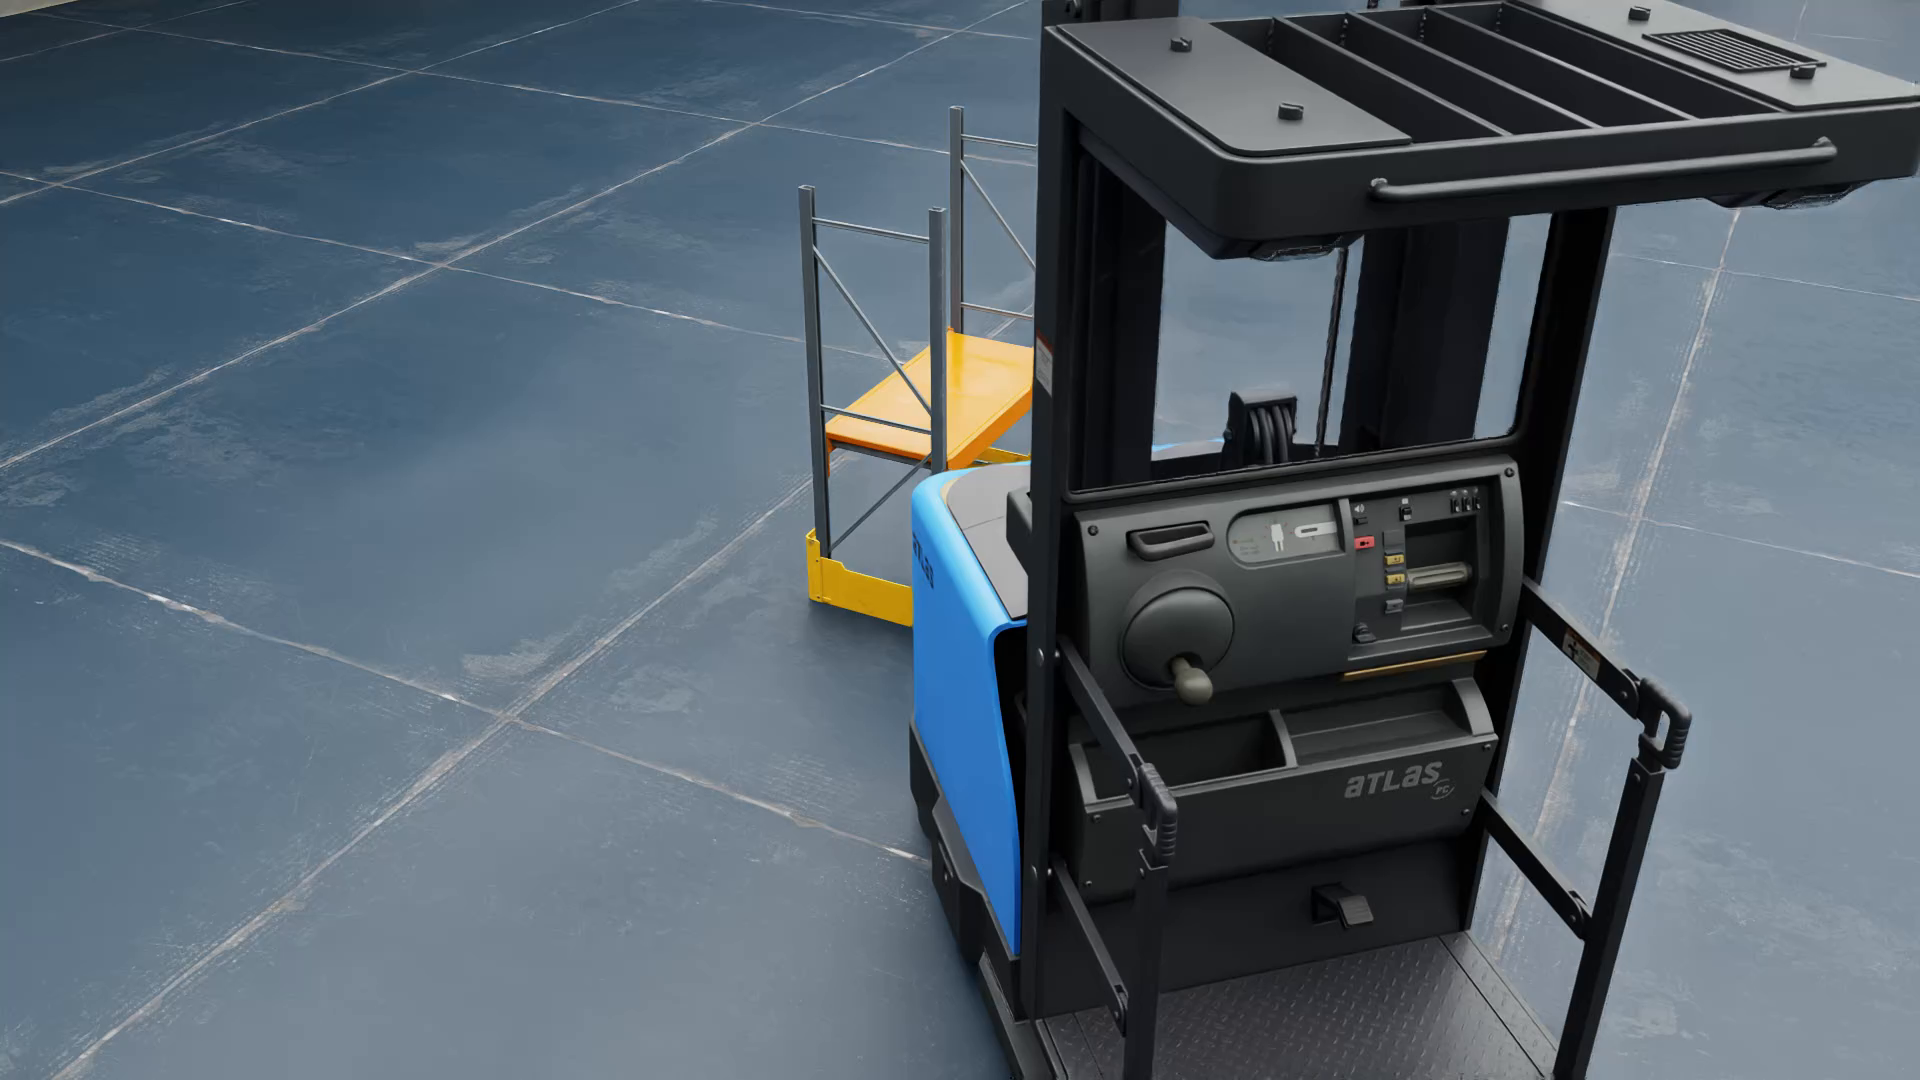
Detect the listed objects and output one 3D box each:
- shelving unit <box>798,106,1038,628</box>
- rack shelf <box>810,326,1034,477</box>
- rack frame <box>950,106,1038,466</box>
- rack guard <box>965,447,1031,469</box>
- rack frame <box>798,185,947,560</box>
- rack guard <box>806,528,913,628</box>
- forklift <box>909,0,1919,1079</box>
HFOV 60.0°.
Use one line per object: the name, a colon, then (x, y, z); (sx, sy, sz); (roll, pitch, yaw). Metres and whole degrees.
shelving unit: (-0.035, -0.617, 5.818); (0.587, 1.500, 1.083); (14, 33, 23)
rack shelf: (-0.039, -0.457, 5.900); (0.538, 0.185, 1.000); (14, 33, 23)
rack frame: (0.193, -0.838, 6.203); (0.500, 1.500, 0.032); (14, 33, 23)
rack guard: (0.192, -0.295, 6.513); (0.587, 0.250, 0.087); (14, 33, 23)
rack frame: (-0.270, -0.387, 5.418); (0.500, 1.500, 0.032); (14, 33, 23)
rack guard: (-0.262, 0.146, 5.744); (0.587, 0.250, 0.087); (14, 33, 23)
forklift: (0.740, 0.128, 3.083); (1.130, 2.935, 3.031); (-8, 31, -13)
